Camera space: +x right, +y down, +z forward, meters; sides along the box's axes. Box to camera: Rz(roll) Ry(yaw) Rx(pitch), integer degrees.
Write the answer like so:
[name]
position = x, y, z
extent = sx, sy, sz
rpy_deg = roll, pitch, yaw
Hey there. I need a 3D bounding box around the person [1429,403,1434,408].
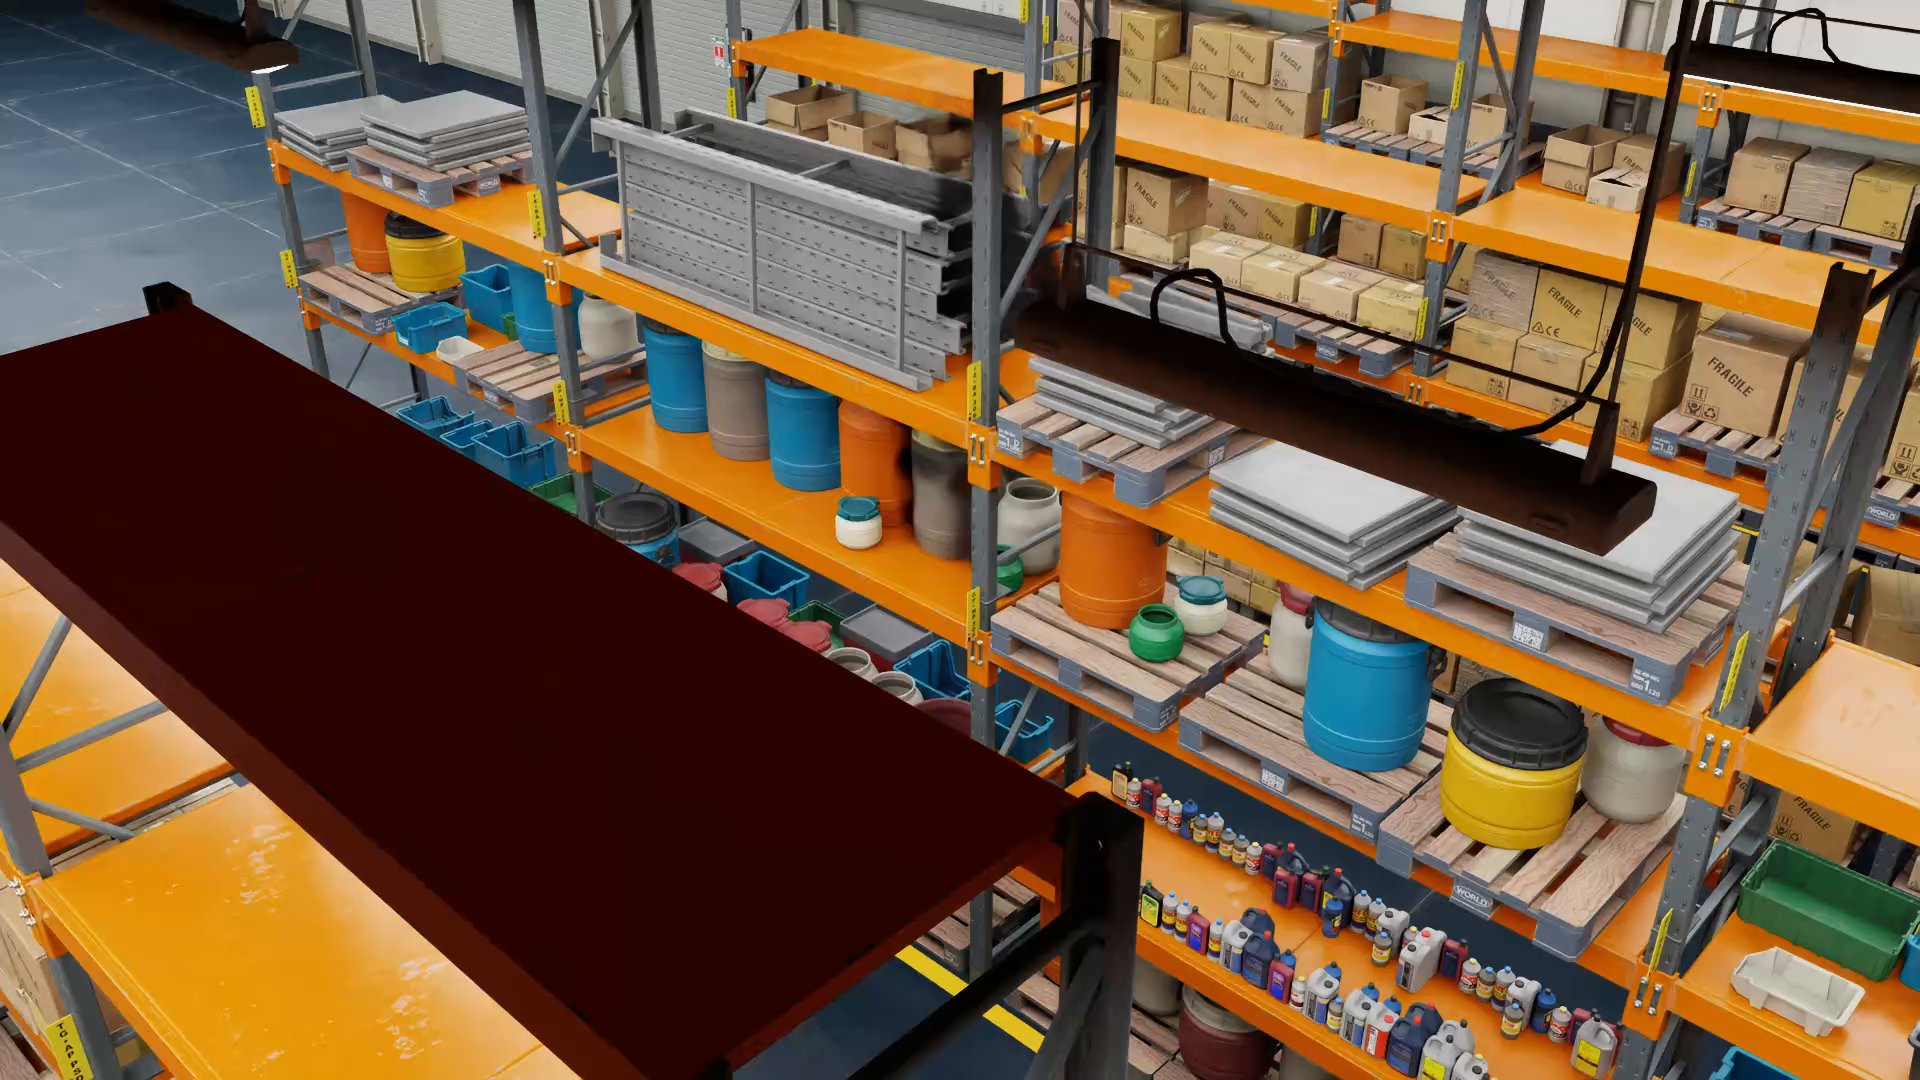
[person]
position = 4.285, -0.673, 15.748
extent = 0.589, 1.655, 0.562
rpy_deg = 23, 36, 34
